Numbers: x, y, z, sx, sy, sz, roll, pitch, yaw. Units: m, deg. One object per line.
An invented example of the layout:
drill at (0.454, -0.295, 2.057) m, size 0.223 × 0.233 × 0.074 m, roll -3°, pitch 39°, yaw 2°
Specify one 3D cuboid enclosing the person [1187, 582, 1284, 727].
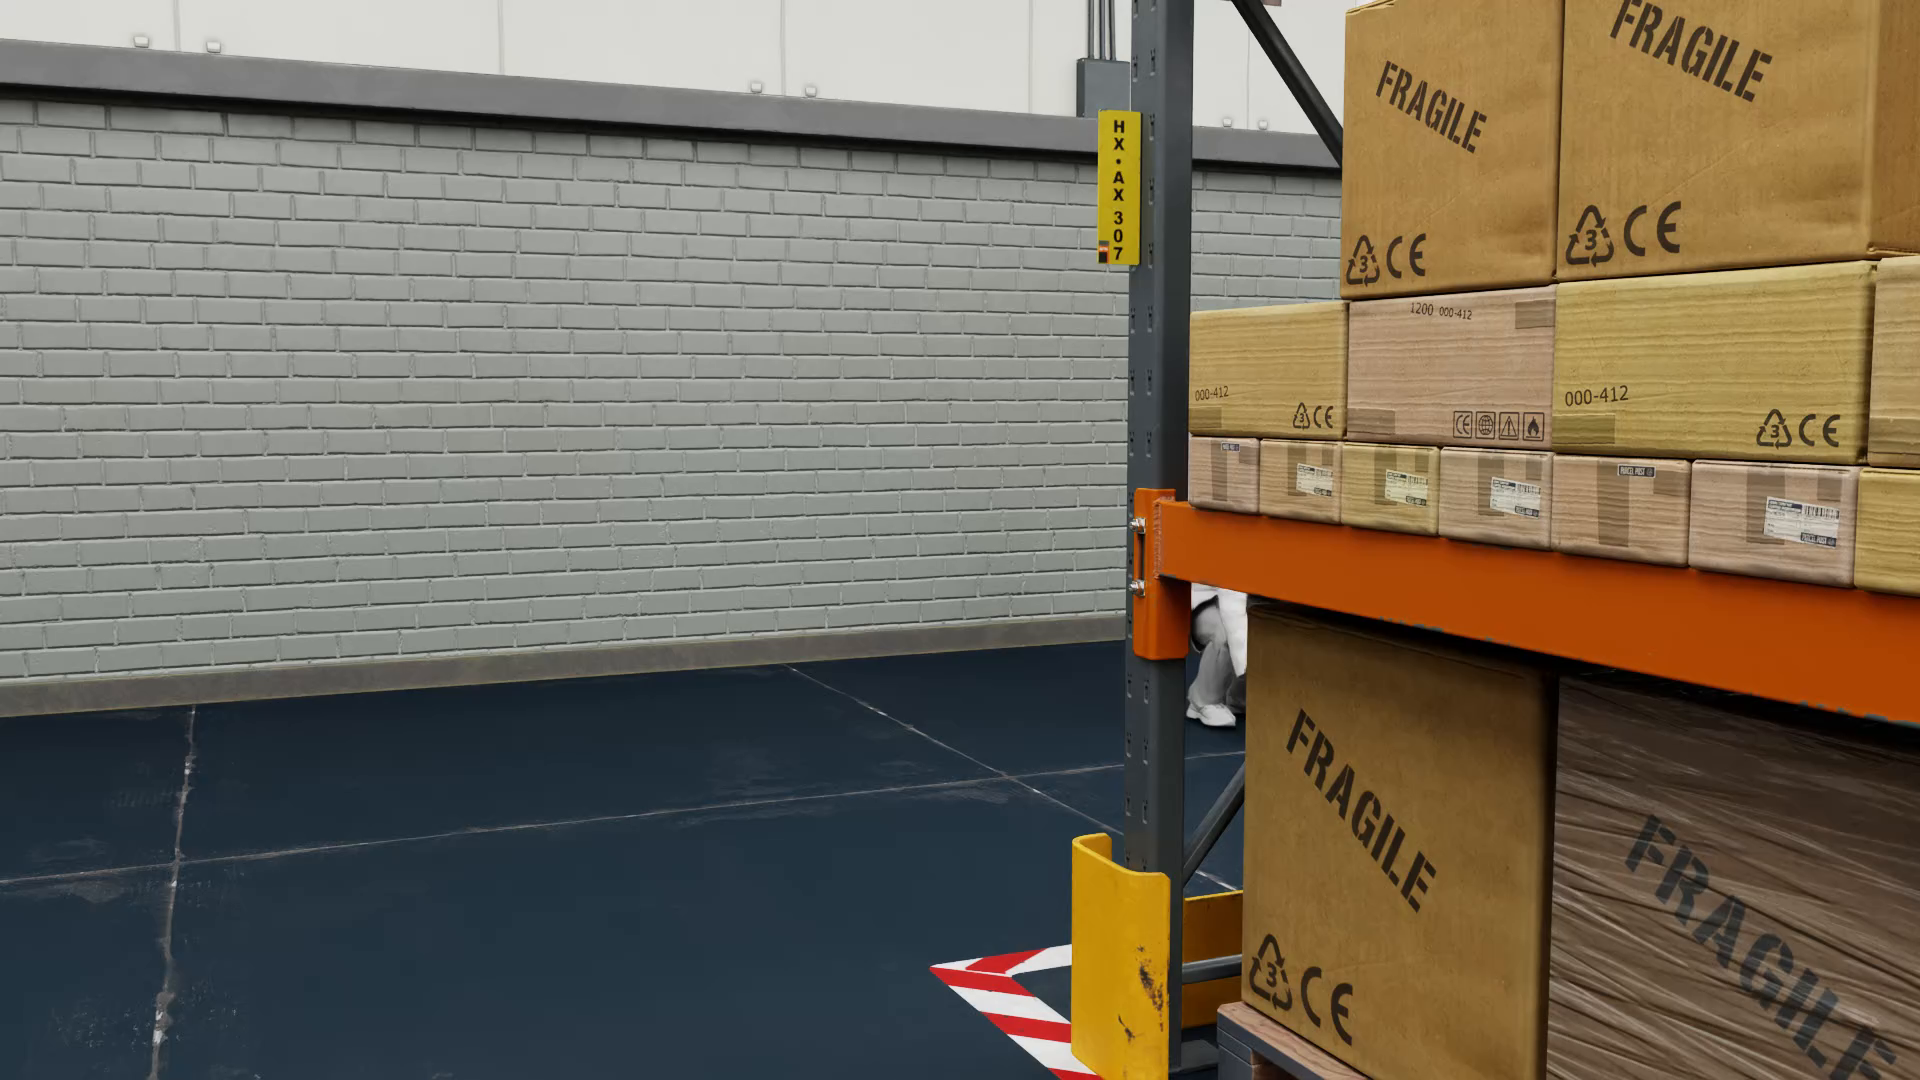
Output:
person at (1.324, 0.330, 7.615) m, size 0.608 × 1.046 × 0.899 m, roll -2°, pitch 6°, yaw -24°
